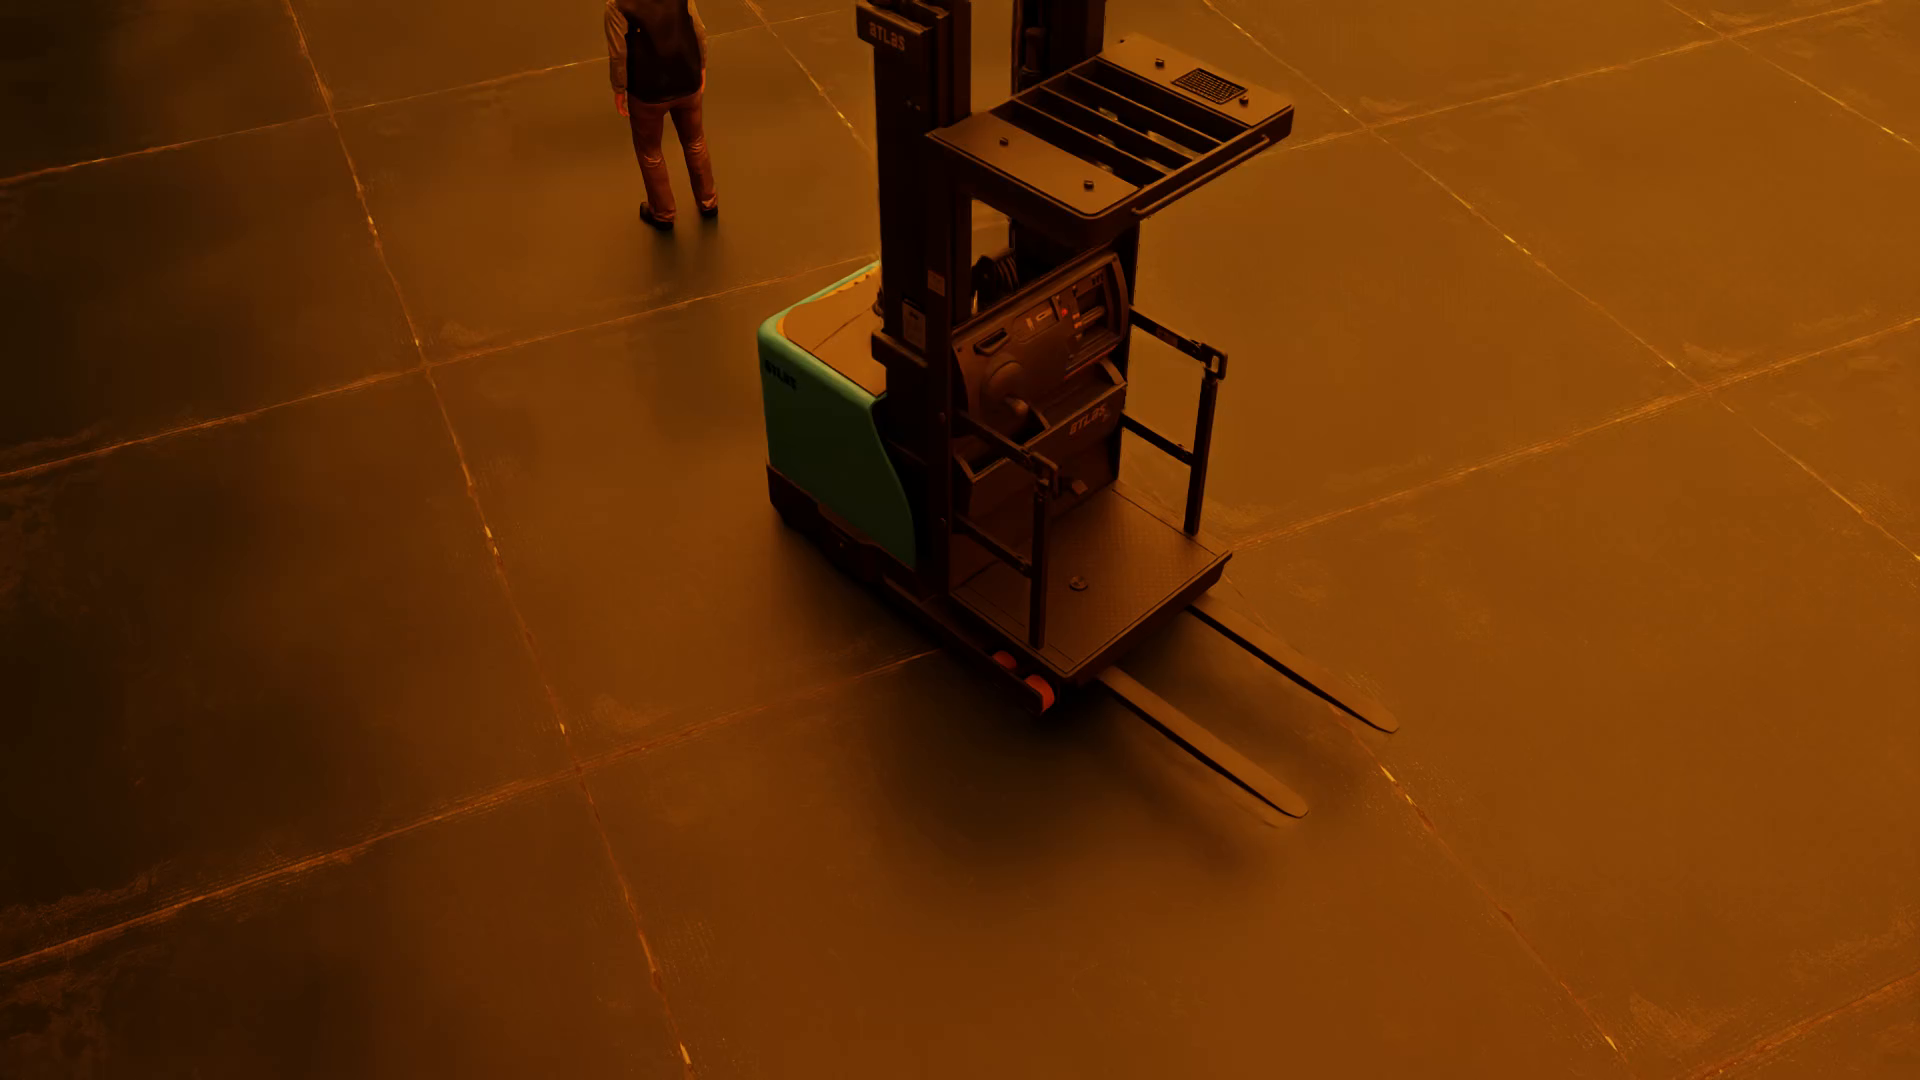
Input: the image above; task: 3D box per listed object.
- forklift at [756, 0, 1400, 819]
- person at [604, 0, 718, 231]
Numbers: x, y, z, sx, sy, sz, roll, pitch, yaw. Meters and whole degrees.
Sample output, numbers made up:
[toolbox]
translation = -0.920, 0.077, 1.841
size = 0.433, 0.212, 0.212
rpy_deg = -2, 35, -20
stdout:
[forklift]
translation = 0.480, -0.739, 6.472
size = 1.130, 2.935, 3.031
rpy_deg = -34, 53, -31
[person]
translation = -1.664, -2.537, 9.288
size = 0.581, 1.719, 0.426
rpy_deg = -23, 48, -23
